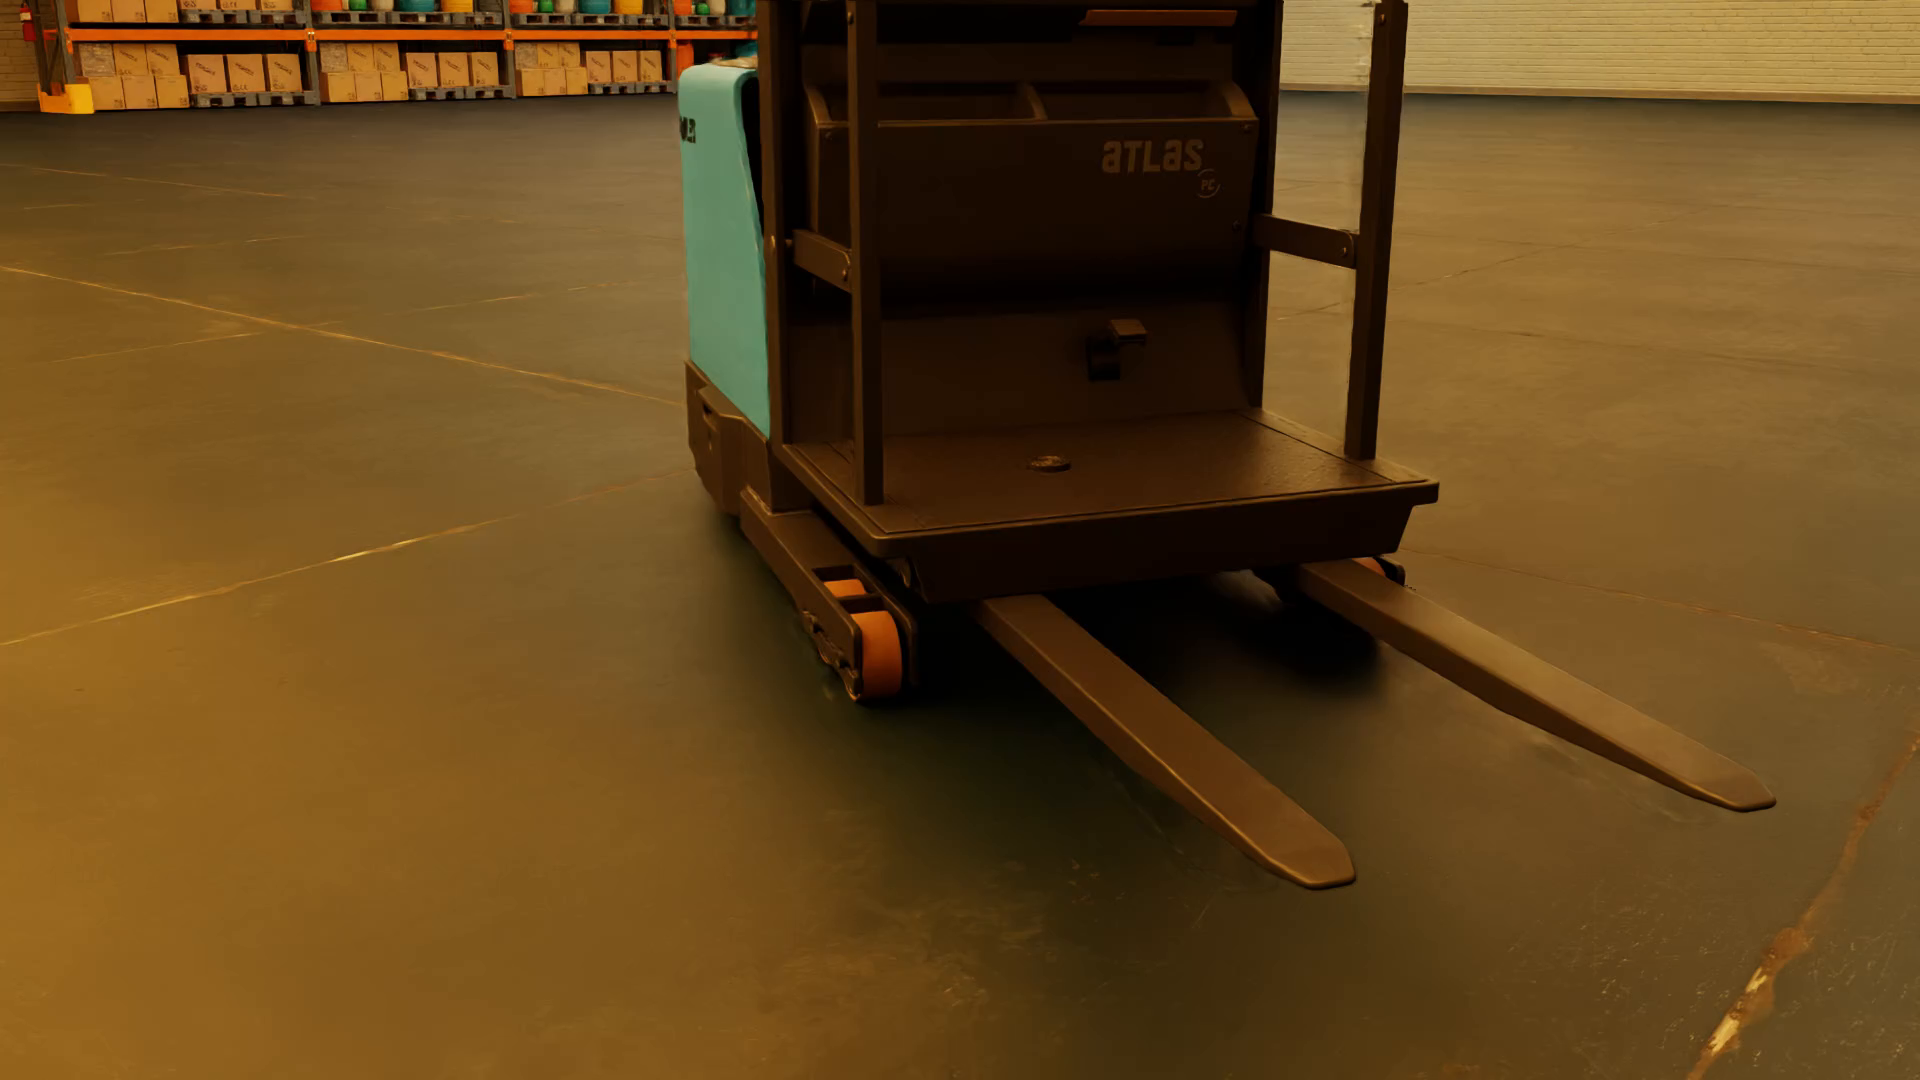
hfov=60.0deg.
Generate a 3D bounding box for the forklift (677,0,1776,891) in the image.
[{"bbox_3d":[0.221,-1.244,2.994,1.130,2.935,3.031,-6,18,-18],"label":"forklift"}]
